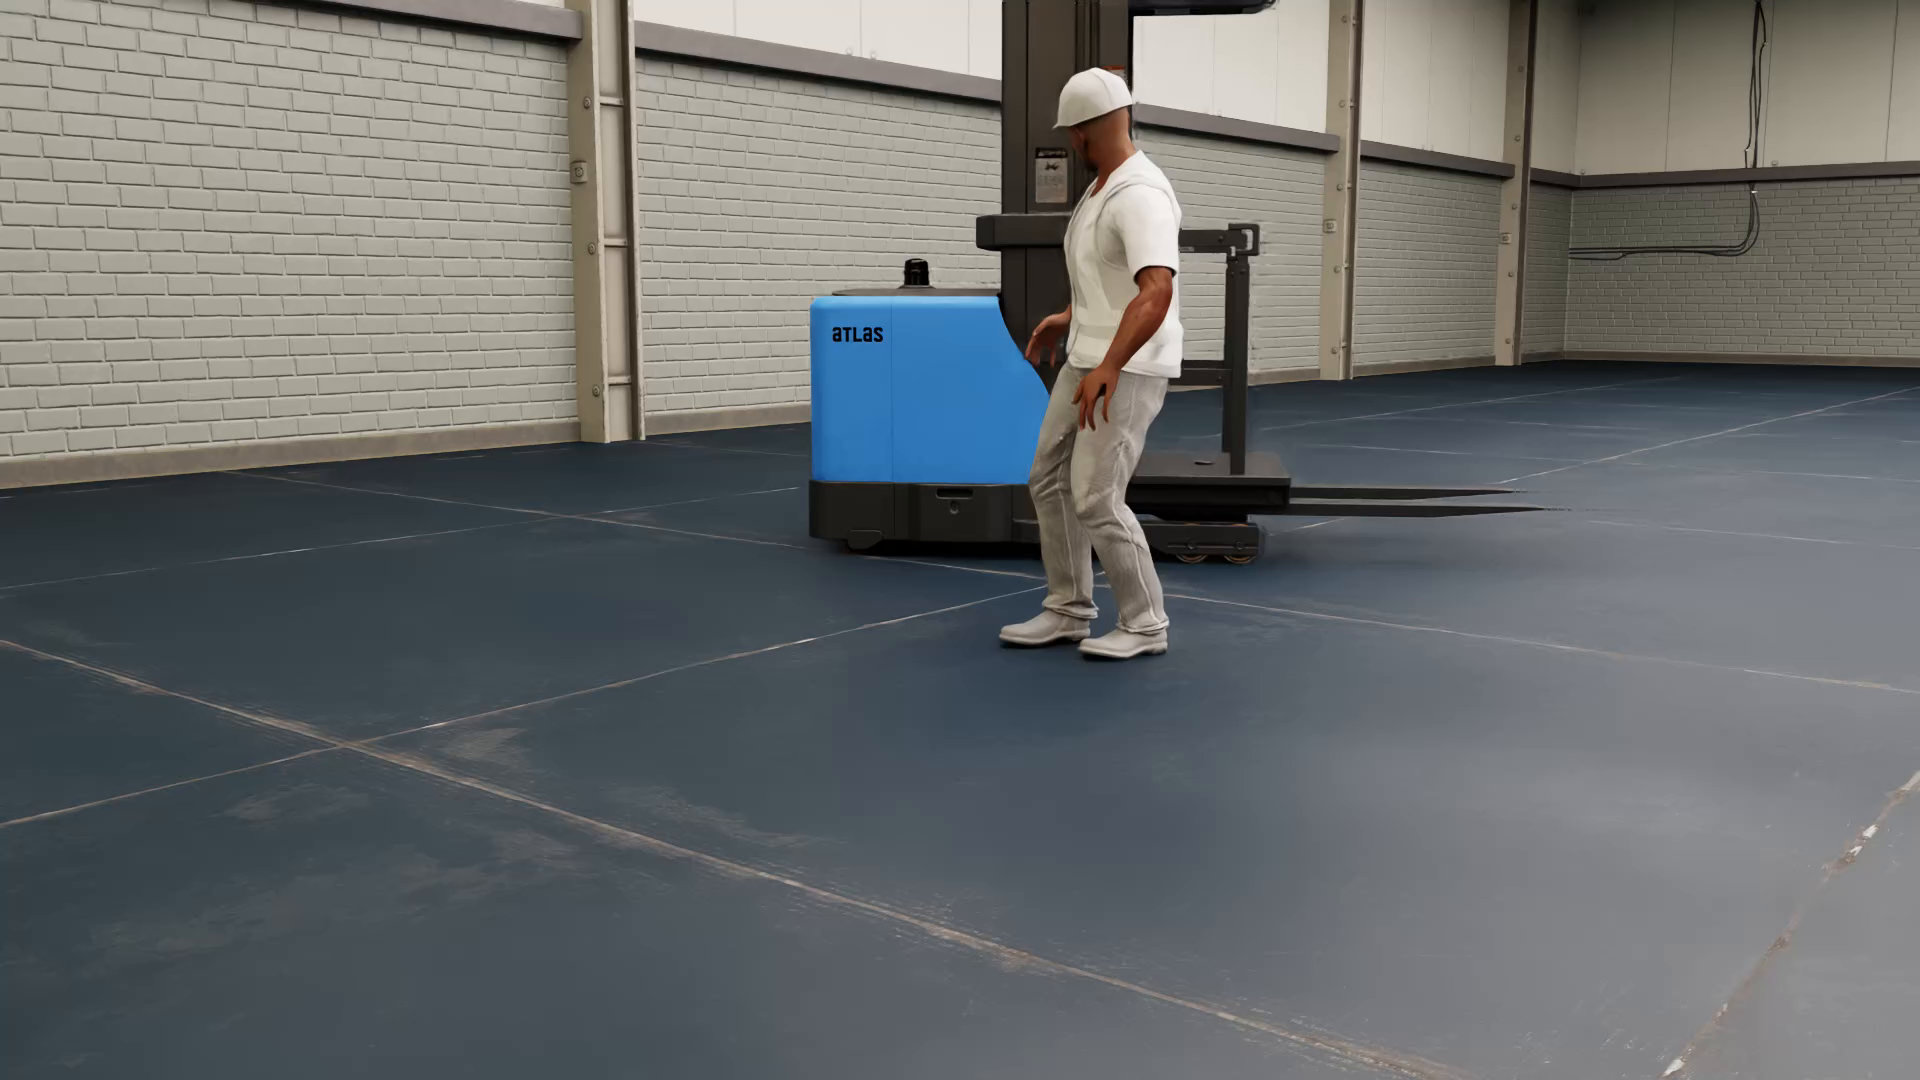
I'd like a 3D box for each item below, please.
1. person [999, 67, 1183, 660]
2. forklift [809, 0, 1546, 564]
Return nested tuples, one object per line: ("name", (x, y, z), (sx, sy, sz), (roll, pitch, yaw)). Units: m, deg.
("person", (0.403, -0.510, 4.948), (0.510, 1.727, 0.778), (-2, 9, -13))
("forklift", (0.918, -1.434, 7.082), (3.031, 2.935, 1.130), (1, 8, 7))
